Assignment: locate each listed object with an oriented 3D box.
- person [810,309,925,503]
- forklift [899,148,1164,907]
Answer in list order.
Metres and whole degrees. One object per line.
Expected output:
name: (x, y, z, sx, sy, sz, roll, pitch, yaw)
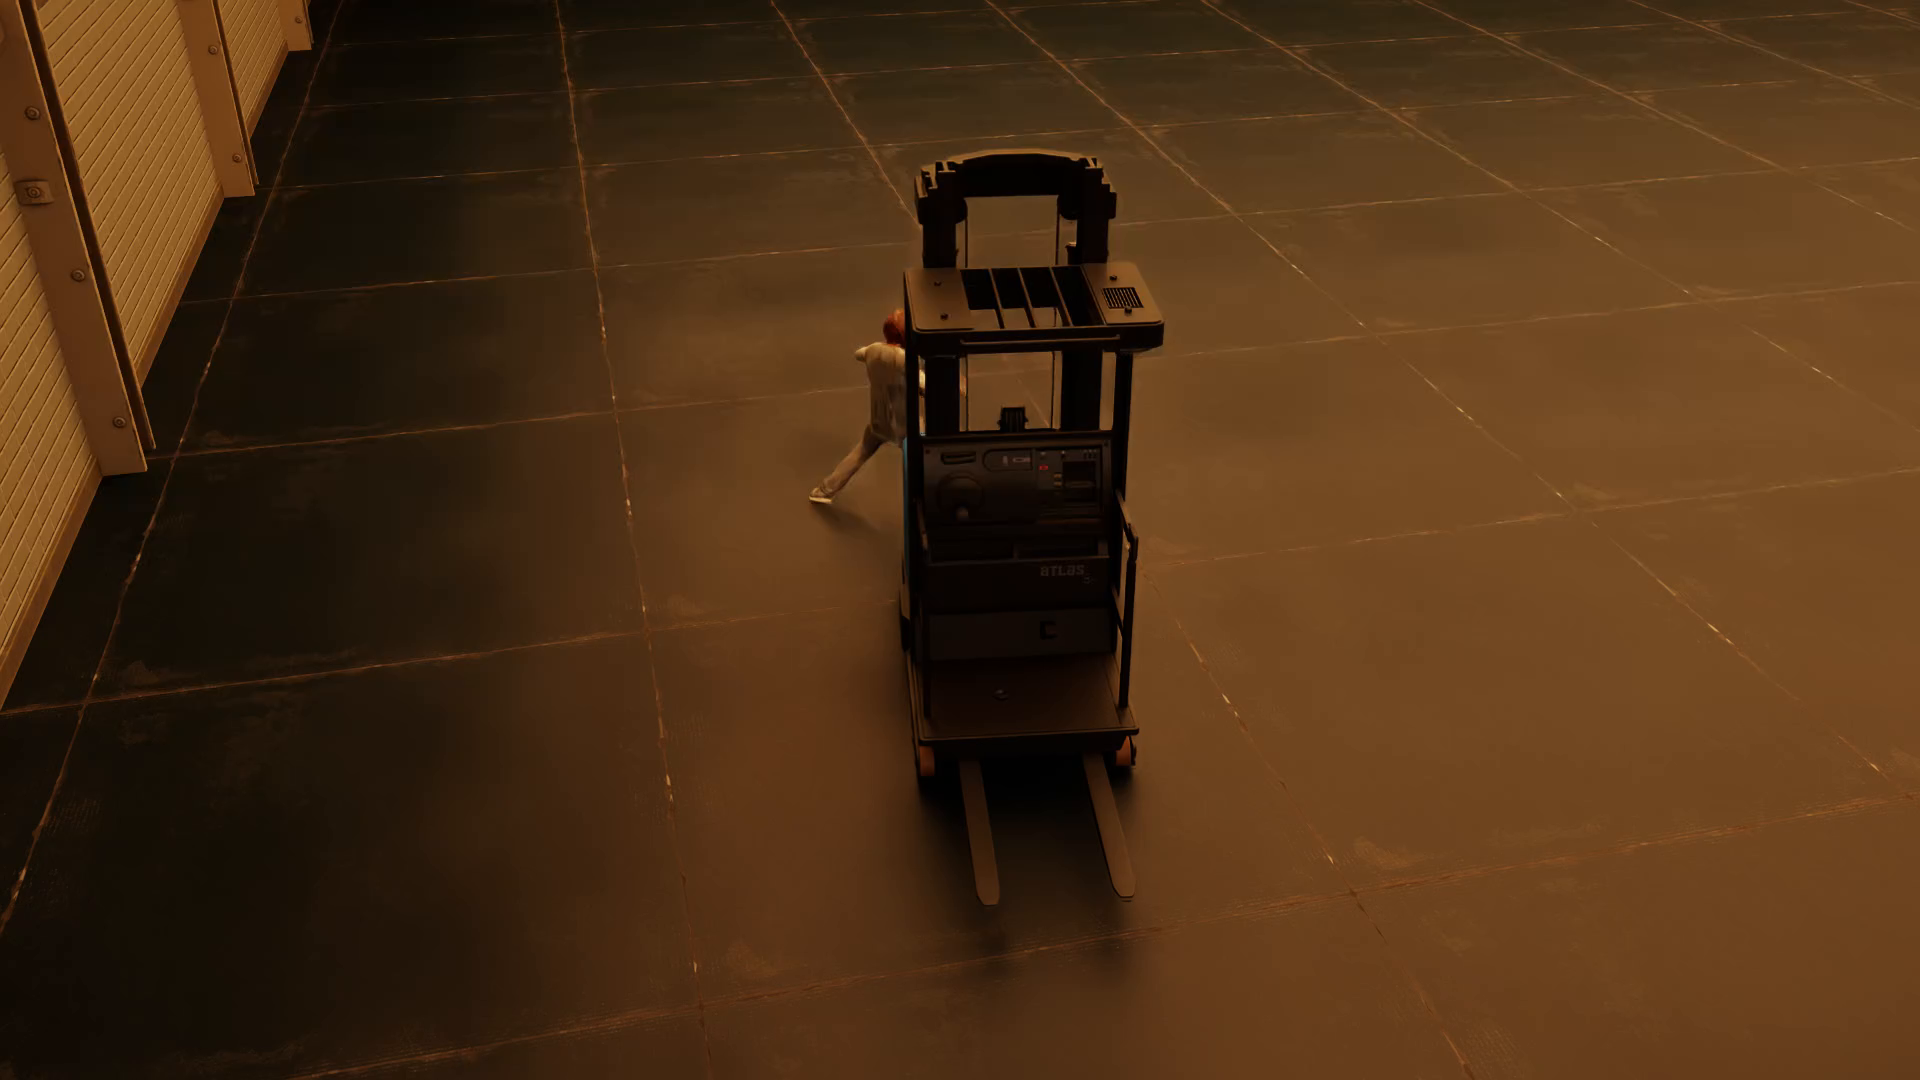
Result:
person: (-0.357, -0.814, 10.509, 1.110, 1.390, 0.839, 24, 38, 35)
forklift: (0.304, -0.243, 7.995, 1.130, 2.935, 3.031, -2, 30, -4)
